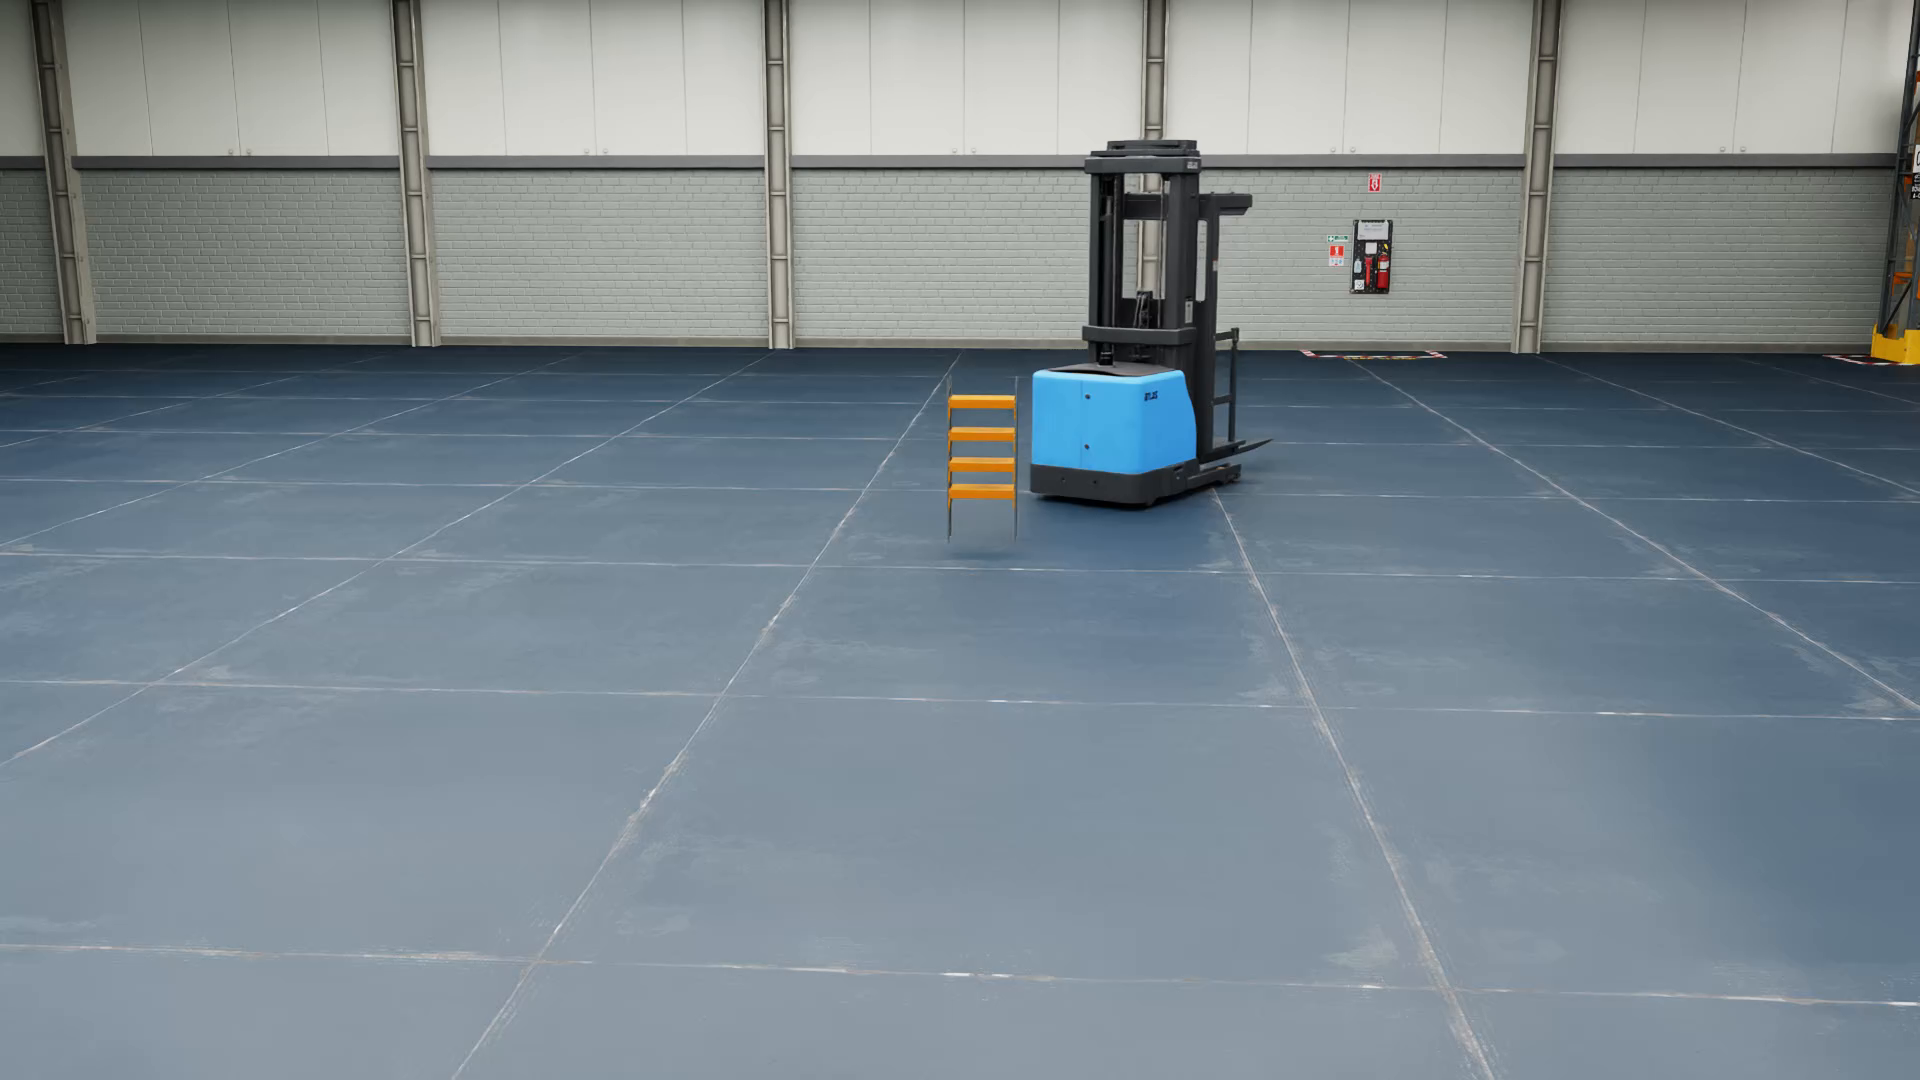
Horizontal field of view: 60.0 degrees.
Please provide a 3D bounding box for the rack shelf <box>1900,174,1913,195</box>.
[{"bbox_3d":[16.272,-5.311,24.764,4.000,0.370,1.077,1,12,4],"label":"rack shelf"}]

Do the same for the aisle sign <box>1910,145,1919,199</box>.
[{"bbox_3d":[14.184,-5.435,24.574,0.004,0.787,0.394,1,12,4],"label":"aisle sign"}]

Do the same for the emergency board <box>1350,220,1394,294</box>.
[{"bbox_3d":[6.583,-4.514,26.519,0.643,1.169,0.194,1,12,4],"label":"emergency board"}]

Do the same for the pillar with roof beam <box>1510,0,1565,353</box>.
[{"bbox_3d":[8.758,-6.529,21.502,0.400,9.000,9.100,1,12,4],"label":"pillar with roof beam"}]

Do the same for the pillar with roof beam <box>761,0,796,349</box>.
[{"bbox_3d":[-3.215,-6.693,22.286,0.400,9.000,9.100,1,12,4],"label":"pillar with roof beam"}]

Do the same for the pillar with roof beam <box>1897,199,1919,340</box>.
[{"bbox_3d":[14.745,-6.447,21.109,0.400,9.000,9.100,1,12,4],"label":"pillar with roof beam"}]

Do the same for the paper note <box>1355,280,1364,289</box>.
[{"bbox_3d":[6.411,-4.099,26.688,0.142,0.148,0.016,1,12,4],"label":"paper note"}]

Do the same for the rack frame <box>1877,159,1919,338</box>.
[{"bbox_3d":[14.276,-4.223,25.129,0.127,3.000,1.000,1,12,4],"label":"rack frame"}]

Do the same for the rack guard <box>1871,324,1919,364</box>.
[{"bbox_3d":[14.352,-2.998,25.380,0.348,0.500,1.175,1,12,4],"label":"rack guard"}]

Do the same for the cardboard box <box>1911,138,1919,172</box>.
[{"bbox_3d":[14.709,-5.796,25.029,0.500,0.500,0.500,2,12,8],"label":"cardboard box"}]

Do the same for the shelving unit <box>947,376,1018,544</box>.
[{"bbox_3d":[0.165,-0.585,12.134,0.503,1.200,0.258,1,12,4],"label":"shelving unit"}]

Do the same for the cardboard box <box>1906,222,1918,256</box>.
[{"bbox_3d":[14.761,-4.563,25.242,0.500,0.500,0.500,1,12,3],"label":"cardboard box"}]

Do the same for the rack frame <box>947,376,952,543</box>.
[{"bbox_3d":[-0.078,-0.588,12.150,0.015,1.200,0.240,1,12,4],"label":"rack frame"}]

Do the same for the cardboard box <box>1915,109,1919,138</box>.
[{"bbox_3d":[14.724,-6.287,24.934,0.500,0.500,0.500,1,12,6],"label":"cardboard box"}]

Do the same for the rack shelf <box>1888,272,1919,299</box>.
[{"bbox_3d":[16.272,-3.843,25.072,4.000,0.370,1.077,1,12,4],"label":"rack shelf"}]

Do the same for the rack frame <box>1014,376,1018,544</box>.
[{"bbox_3d":[0.409,-0.582,12.118,0.015,1.200,0.240,1,12,4],"label":"rack frame"}]

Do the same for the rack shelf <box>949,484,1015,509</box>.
[{"bbox_3d":[0.165,-0.325,12.189,0.480,0.148,0.258,1,12,4],"label":"rack shelf"}]

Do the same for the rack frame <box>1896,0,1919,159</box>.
[{"bbox_3d":[14.276,-7.159,24.515,0.127,3.000,1.000,1,12,4],"label":"rack frame"}]

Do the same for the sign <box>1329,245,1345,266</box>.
[{"bbox_3d":[6.038,-4.560,26.652,0.234,0.329,0.001,1,12,4],"label":"sign"}]

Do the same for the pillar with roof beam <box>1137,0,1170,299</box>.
[{"bbox_3d":[2.772,-6.611,21.894,0.400,9.000,9.100,1,12,4],"label":"pillar with roof beam"}]

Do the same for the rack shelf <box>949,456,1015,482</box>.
[{"bbox_3d":[0.165,-0.519,12.148,0.480,0.148,0.258,1,12,4],"label":"rack shelf"}]

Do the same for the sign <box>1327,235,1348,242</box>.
[{"bbox_3d":[6.042,-4.817,26.589,0.331,0.109,0.001,1,12,4],"label":"sign"}]

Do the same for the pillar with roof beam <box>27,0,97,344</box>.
[{"bbox_3d":[-15.188,-6.857,23.071,0.400,9.000,9.100,1,12,4],"label":"pillar with roof beam"}]

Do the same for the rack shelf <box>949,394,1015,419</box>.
[{"bbox_3d":[0.165,-0.970,12.054,0.480,0.148,0.258,1,12,4],"label":"rack shelf"}]

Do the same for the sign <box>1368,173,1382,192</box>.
[{"bbox_3d":[6.581,-5.669,26.380,0.199,0.298,0.001,1,12,4],"label":"sign"}]

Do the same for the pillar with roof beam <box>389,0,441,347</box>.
[{"bbox_3d":[-9.202,-6.775,22.679,0.400,9.000,9.100,1,12,4],"label":"pillar with roof beam"}]

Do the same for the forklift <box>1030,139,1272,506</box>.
[{"bbox_3d":[1.832,-1.961,14.483,1.130,2.935,3.031,8,14,34],"label":"forklift"}]

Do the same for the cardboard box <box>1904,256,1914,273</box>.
[{"bbox_3d":[14.755,-4.192,25.301,0.500,0.250,0.500,1,12,5],"label":"cardboard box"}]

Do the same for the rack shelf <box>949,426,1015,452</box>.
[{"bbox_3d":[0.165,-0.738,12.102,0.480,0.148,0.258,1,12,4],"label":"rack shelf"}]

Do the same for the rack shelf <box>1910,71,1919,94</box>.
[{"bbox_3d":[16.272,-6.778,24.458,4.000,0.370,1.077,1,12,4],"label":"rack shelf"}]
